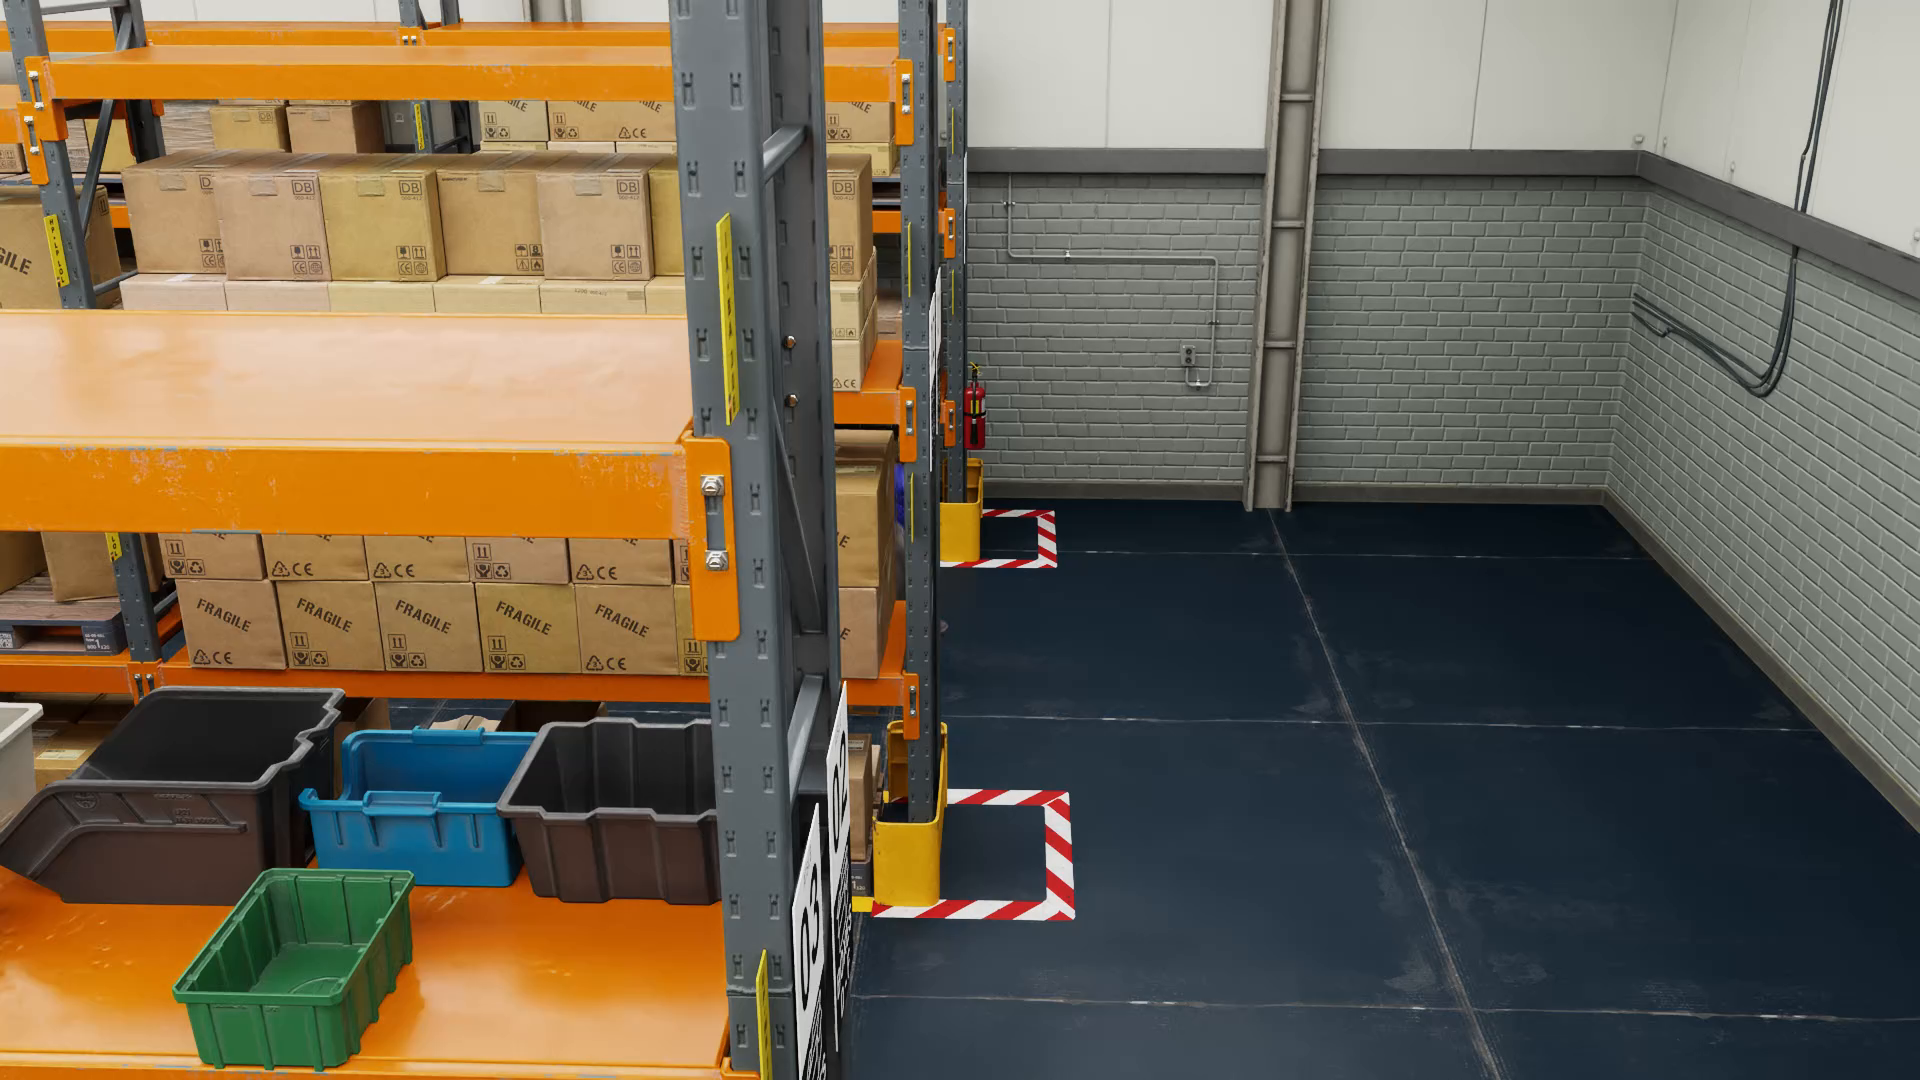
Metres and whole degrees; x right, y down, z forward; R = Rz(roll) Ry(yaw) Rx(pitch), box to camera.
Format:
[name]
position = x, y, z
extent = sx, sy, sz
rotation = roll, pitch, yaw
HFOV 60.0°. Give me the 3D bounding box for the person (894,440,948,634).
[person]
position = -0.387, 0.058, 11.435
extent = 0.918, 1.624, 0.544
rotation = -12, 24, -28
